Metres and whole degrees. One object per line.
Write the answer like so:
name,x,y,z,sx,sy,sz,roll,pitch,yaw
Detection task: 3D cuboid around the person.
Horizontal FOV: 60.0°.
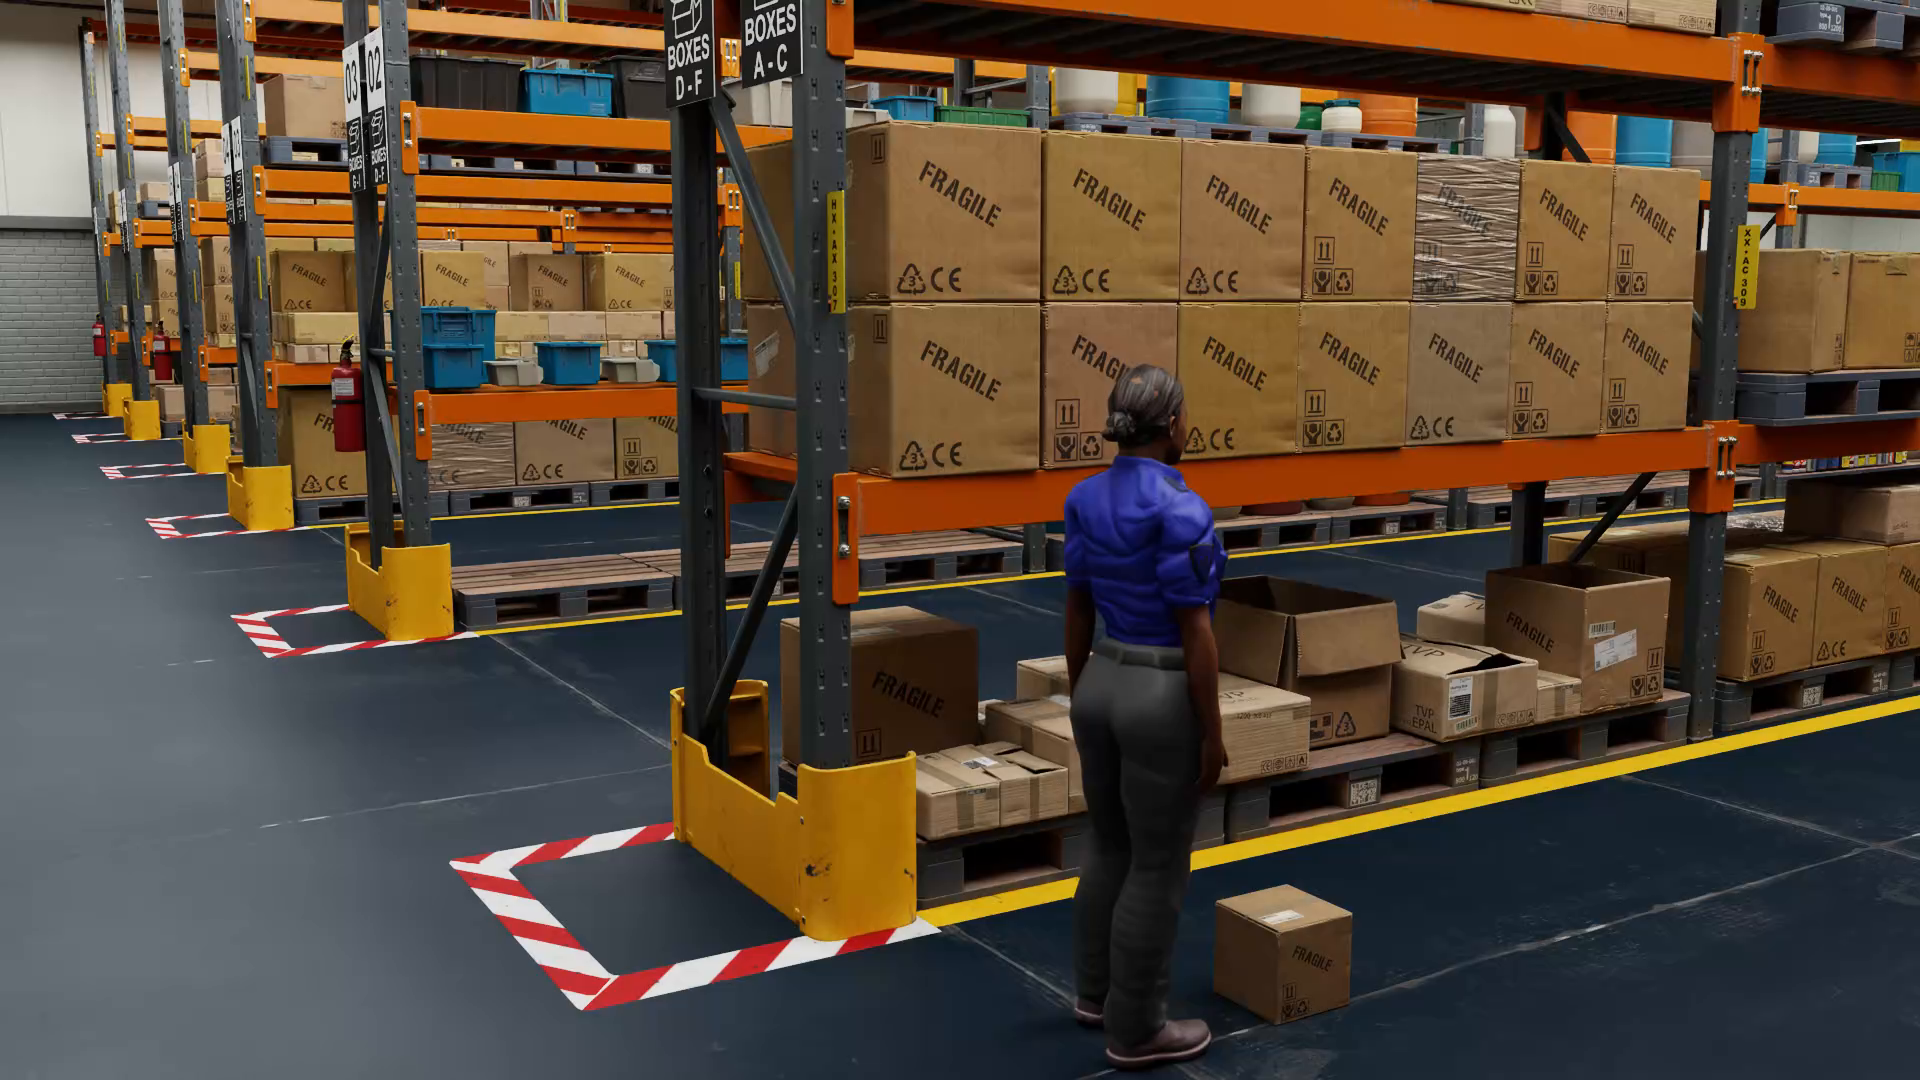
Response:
person,0.473,0.432,3.969,0.377,1.698,0.463,-6,10,-36
